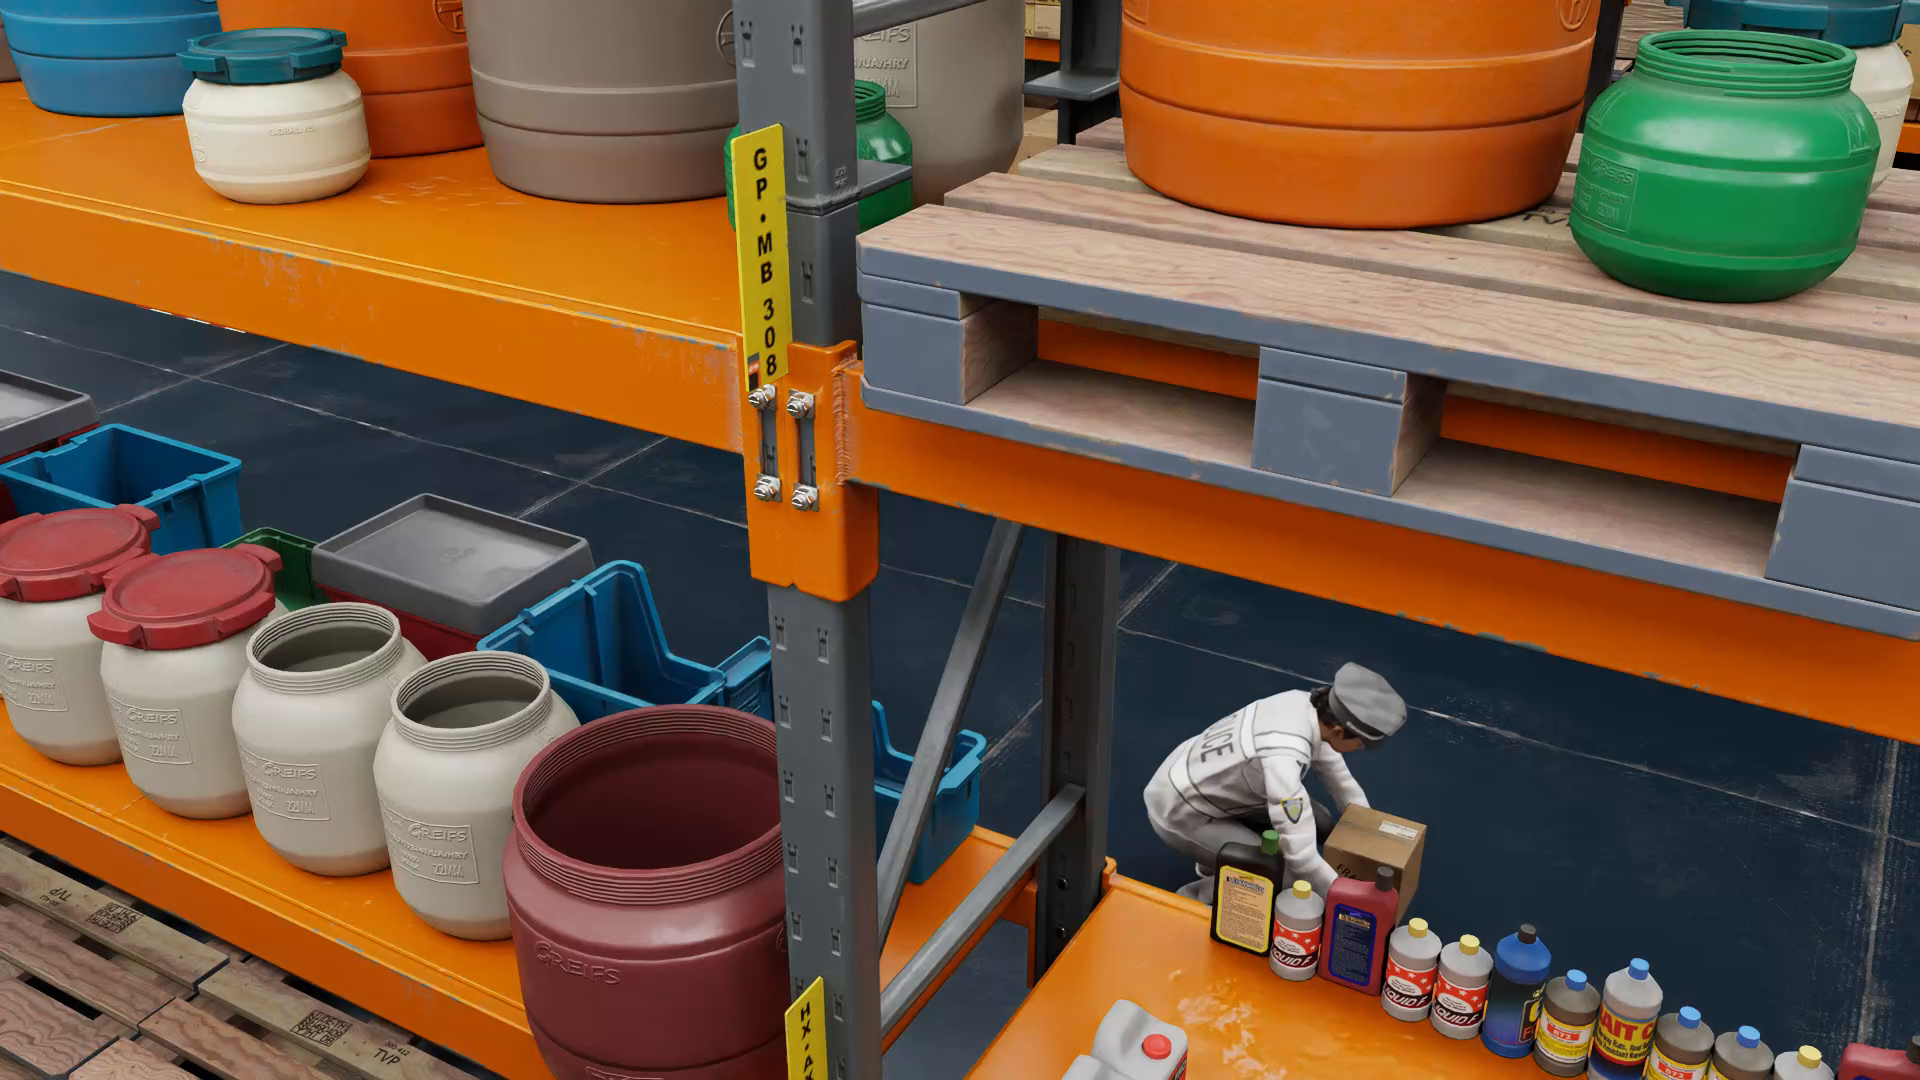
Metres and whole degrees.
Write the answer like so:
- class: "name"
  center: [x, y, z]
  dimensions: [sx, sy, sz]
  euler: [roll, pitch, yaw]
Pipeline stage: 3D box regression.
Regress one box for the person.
- class: "person"
  center: [1.003, 0.823, 5.279]
  dimensions: [0.827, 0.963, 0.486]
  euler: [14, 30, 26]
